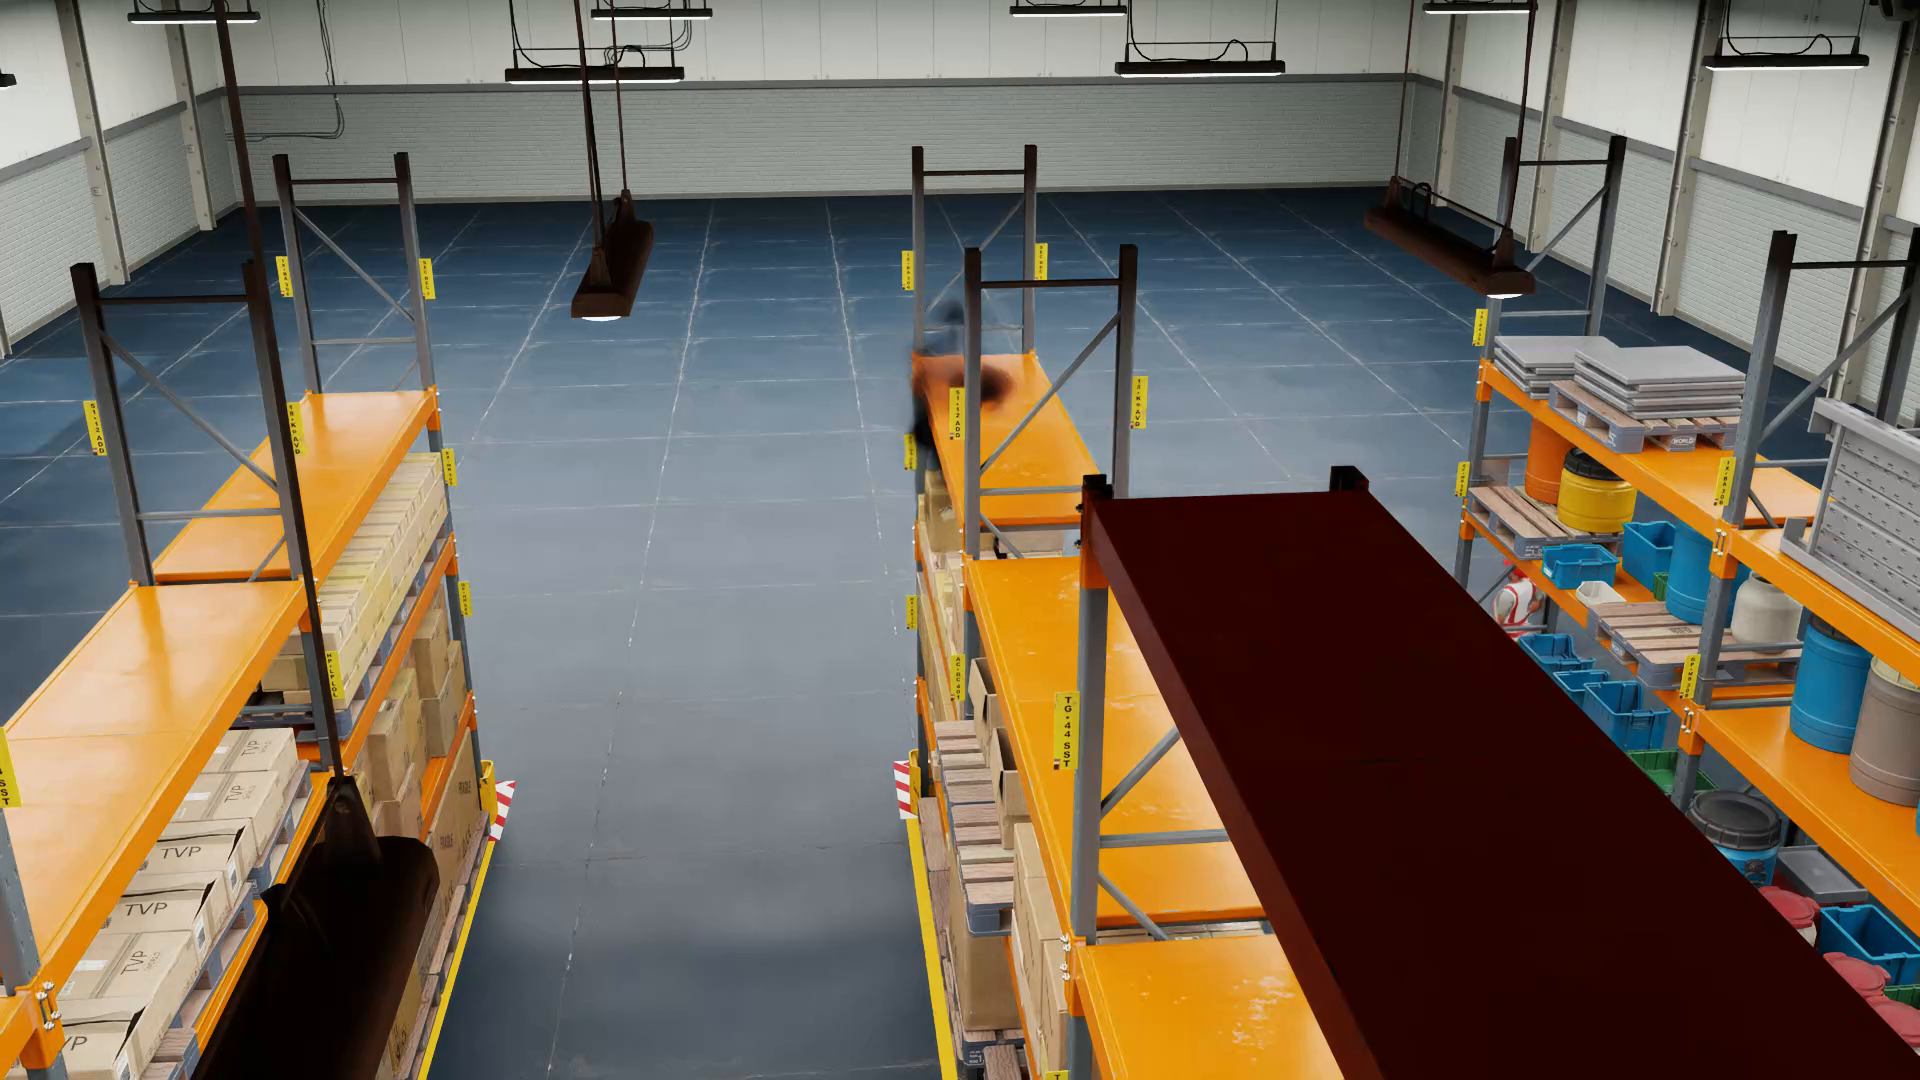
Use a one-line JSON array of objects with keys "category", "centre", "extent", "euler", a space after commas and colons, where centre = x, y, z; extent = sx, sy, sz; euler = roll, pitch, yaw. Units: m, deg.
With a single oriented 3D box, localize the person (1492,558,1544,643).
[{"category": "person", "centre": [5.570, 0.943, 16.933], "extent": [0.718, 1.745, 0.639], "euler": [-17, 27, -36]}]
